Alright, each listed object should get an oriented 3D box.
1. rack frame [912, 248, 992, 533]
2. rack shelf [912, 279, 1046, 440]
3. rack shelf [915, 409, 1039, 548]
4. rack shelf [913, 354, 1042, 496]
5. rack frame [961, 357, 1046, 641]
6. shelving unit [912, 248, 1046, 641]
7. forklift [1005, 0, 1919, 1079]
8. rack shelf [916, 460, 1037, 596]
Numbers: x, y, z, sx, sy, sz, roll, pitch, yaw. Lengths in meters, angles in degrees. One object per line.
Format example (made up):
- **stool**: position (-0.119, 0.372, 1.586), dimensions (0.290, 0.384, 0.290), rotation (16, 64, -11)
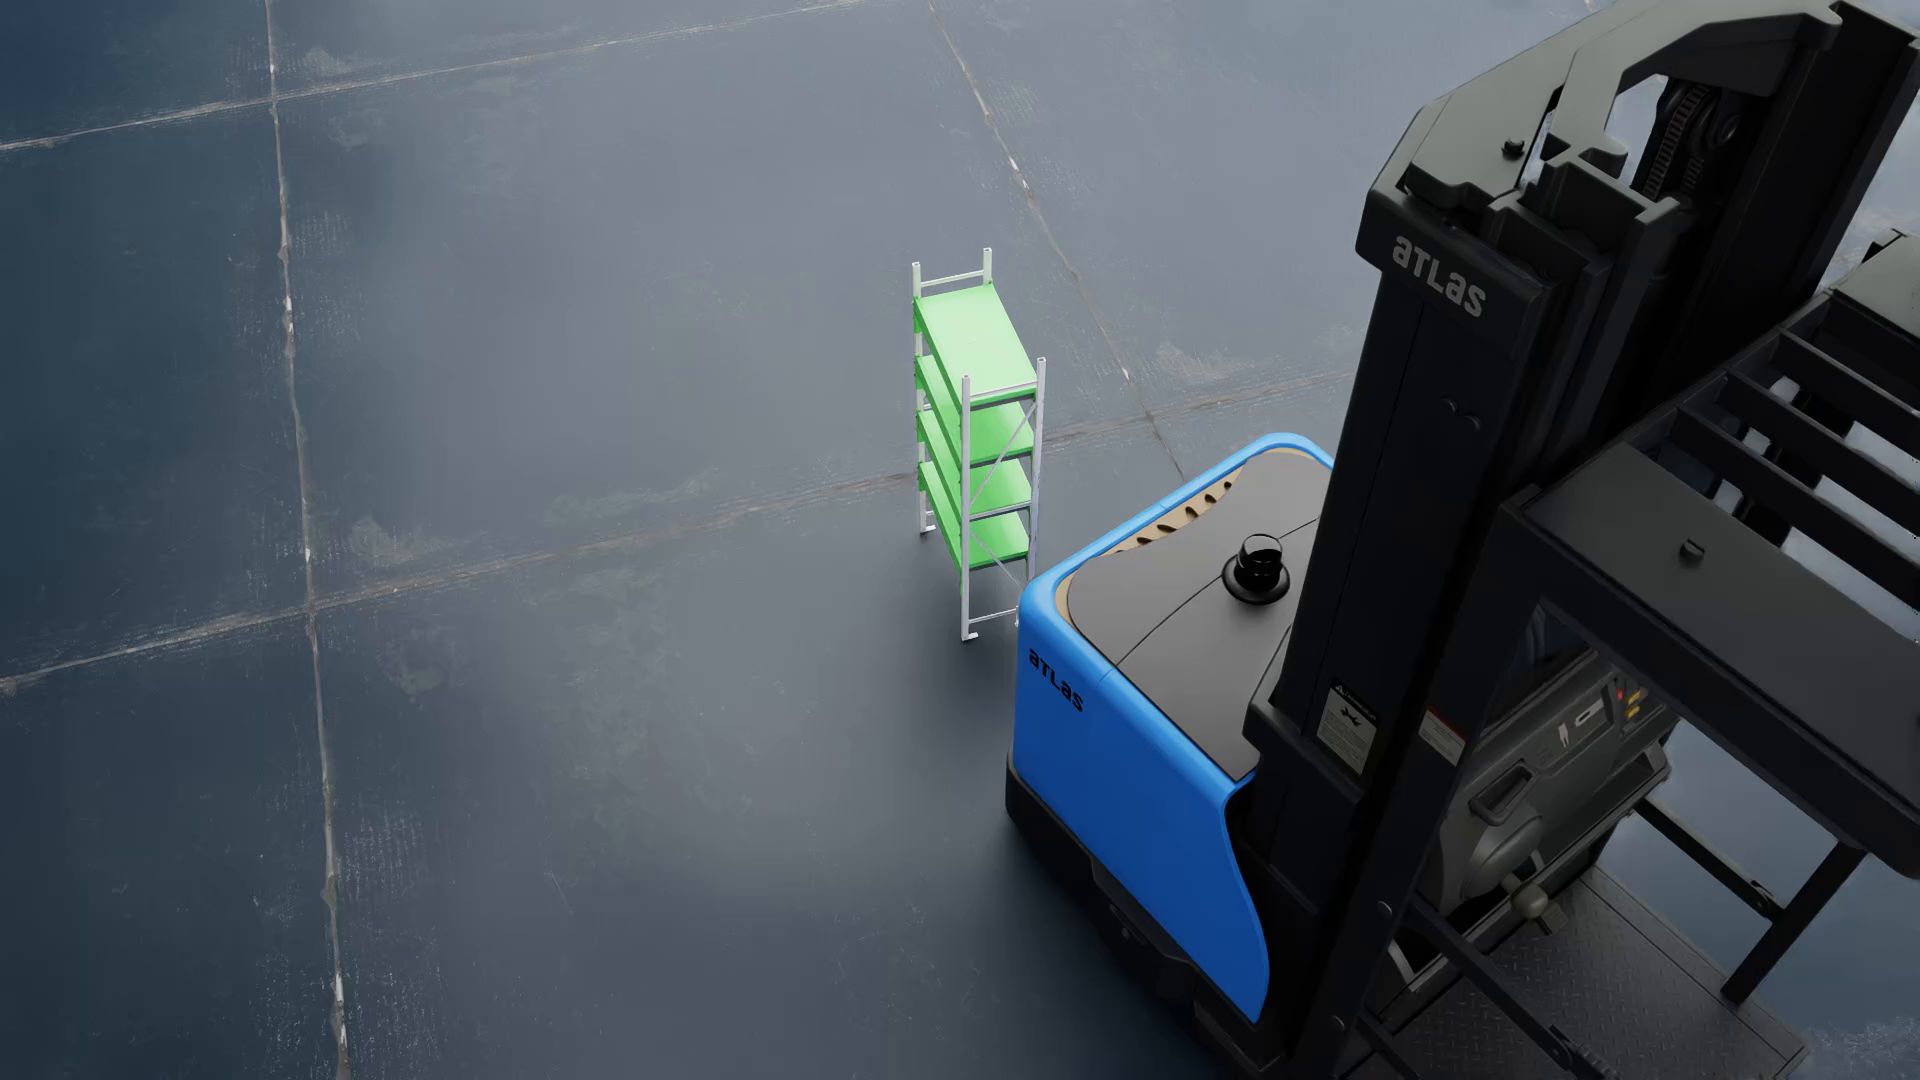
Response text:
- **rack frame**: position (-0.023, -0.444, 5.340), dimensions (0.240, 1.200, 0.015), rotation (-13, 51, -11)
- **rack shelf**: position (0.049, -0.534, 4.871), dimensions (0.258, 0.148, 0.480), rotation (-13, 51, -11)
- **rack shelf**: position (0.049, -0.225, 5.238), dimensions (0.258, 0.148, 0.480), rotation (-13, 51, -11)
- **rack shelf**: position (0.049, -0.379, 5.055), dimensions (0.258, 0.148, 0.480), rotation (-13, 51, -11)
- **rack frame**: position (0.121, -0.088, 5.039), dimensions (0.240, 1.200, 0.015), rotation (-13, 51, -11)
- **shelving unit**: position (0.049, -0.266, 5.189), dimensions (0.258, 1.200, 0.503), rotation (-13, 51, -11)
- **forklift**: position (1.440, 0.537, 3.381), dimensions (1.130, 2.935, 3.031), rotation (-31, 56, -23)
- **rack shelf**: position (0.049, -0.070, 5.422), dimensions (0.258, 0.148, 0.480), rotation (-13, 51, -11)
